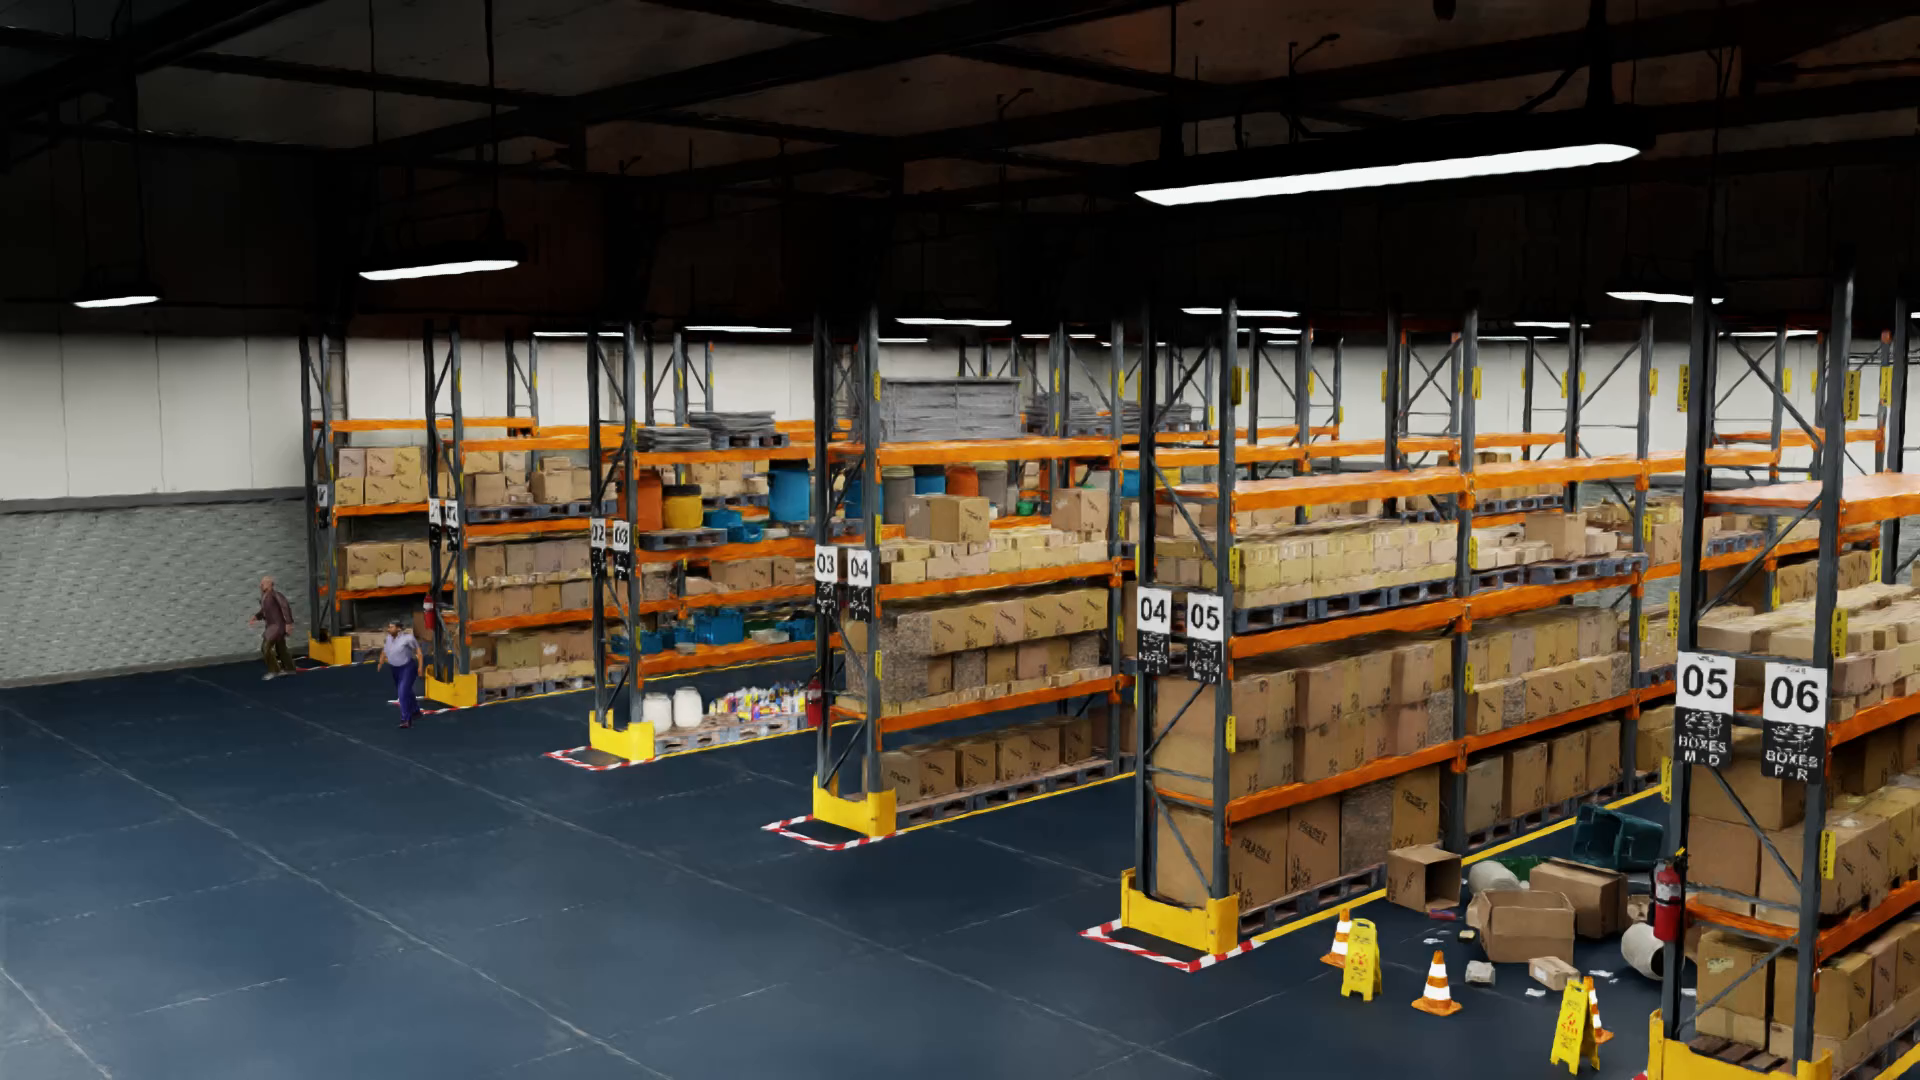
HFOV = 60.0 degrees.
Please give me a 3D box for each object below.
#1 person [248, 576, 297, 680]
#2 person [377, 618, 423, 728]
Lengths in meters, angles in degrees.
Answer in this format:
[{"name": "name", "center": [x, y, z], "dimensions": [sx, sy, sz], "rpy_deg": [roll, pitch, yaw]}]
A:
[{"name": "person", "center": [-11.588, 1.465, 28.100], "dimensions": [0.747, 1.737, 0.750], "rpy_deg": [-5, 7, -39]}, {"name": "person", "center": [-8.136, 1.911, 24.391], "dimensions": [0.660, 1.580, 0.811], "rpy_deg": [3, 7, 29]}]
